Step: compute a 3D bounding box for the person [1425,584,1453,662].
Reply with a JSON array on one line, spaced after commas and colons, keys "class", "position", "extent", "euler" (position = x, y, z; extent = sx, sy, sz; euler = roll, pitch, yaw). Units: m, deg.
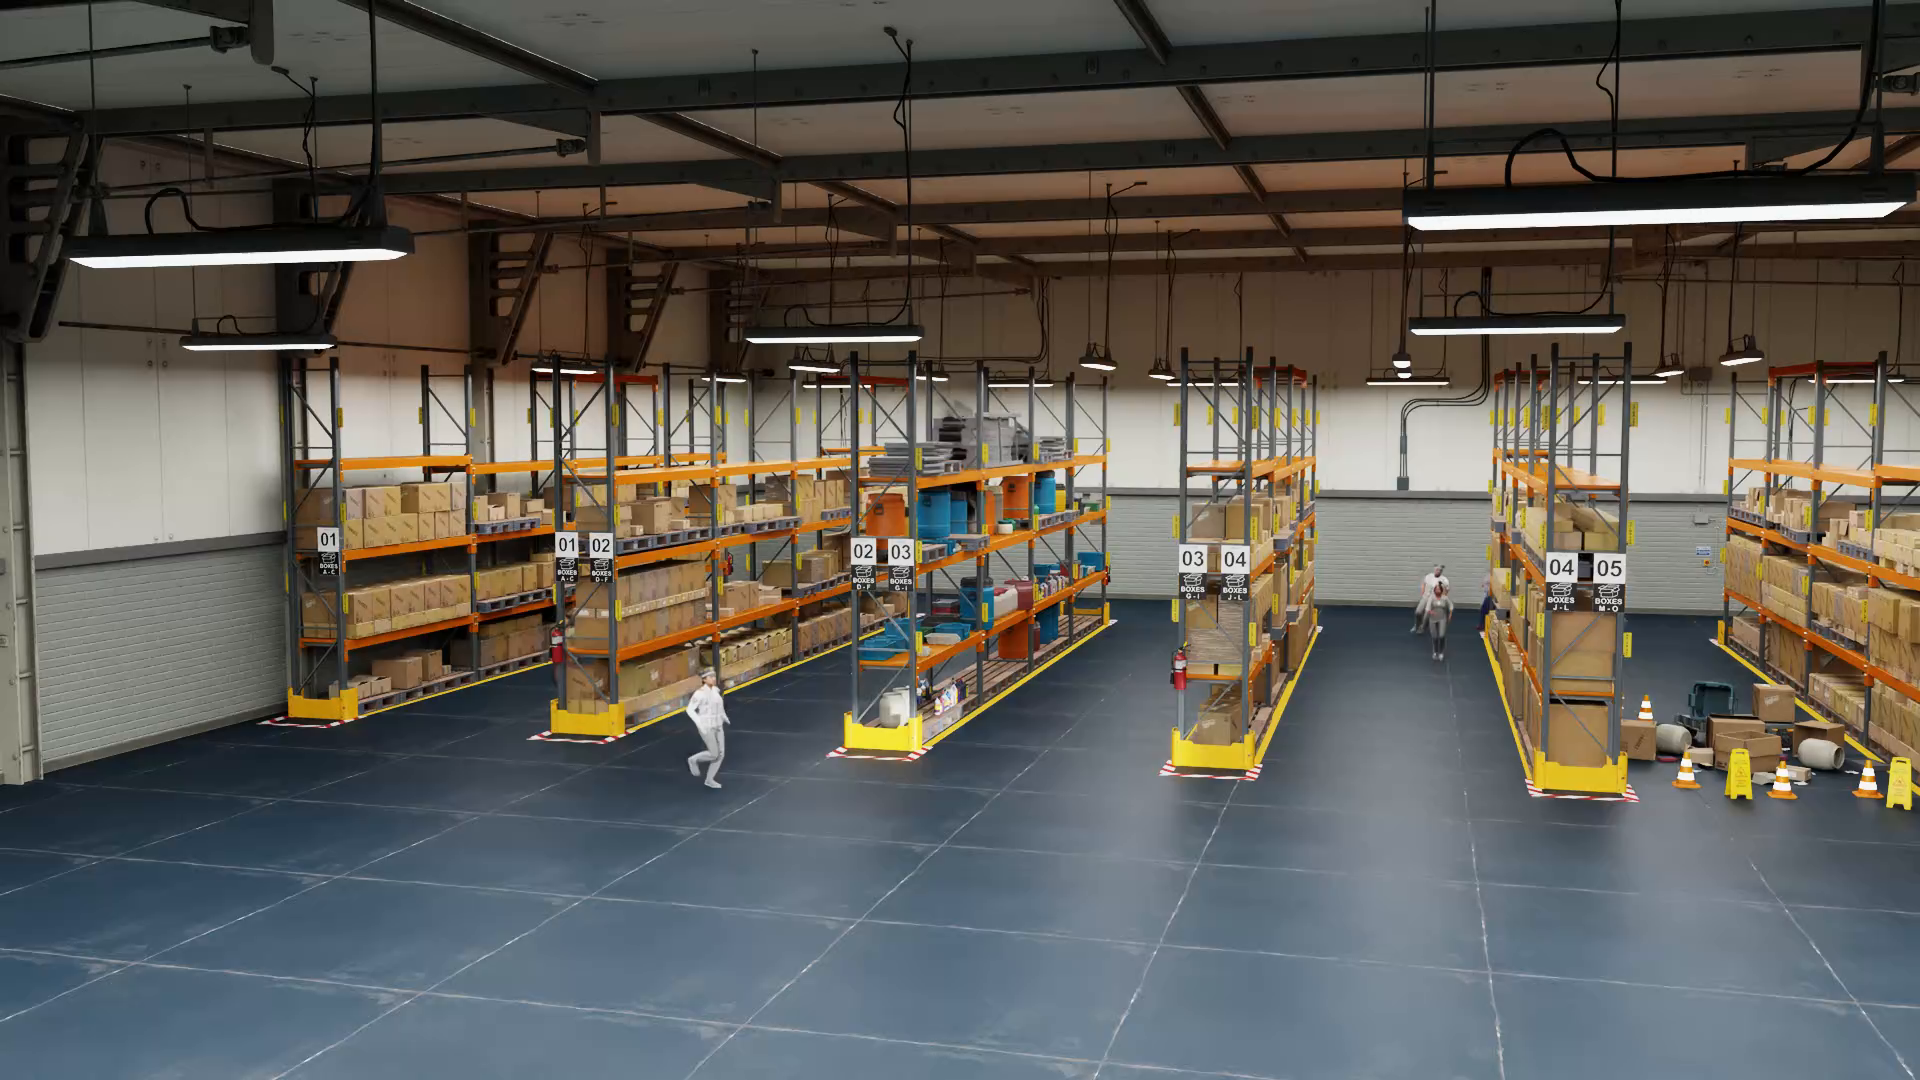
[{"class": "person", "position": [9.834, 1.711, 34.148], "extent": [0.552, 1.590, 0.658], "euler": [1, 4, 18]}]

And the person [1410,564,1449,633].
[{"class": "person", "position": [10.806, 1.353, 38.277], "extent": [0.858, 1.653, 0.612], "euler": [3, 5, 37]}]

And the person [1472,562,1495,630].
[{"class": "person", "position": [12.524, 1.318, 39.105], "extent": [0.860, 1.634, 0.701], "euler": [1, 4, 10]}]

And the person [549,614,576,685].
[{"class": "person", "position": [-6.828, 2.076, 28.929], "extent": [0.552, 1.621, 0.622], "euler": [1, 4, 9]}]

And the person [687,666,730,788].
[{"class": "person", "position": [-3.406, 2.529, 22.560], "extent": [0.554, 1.656, 0.617], "euler": [3, 5, 35]}]
